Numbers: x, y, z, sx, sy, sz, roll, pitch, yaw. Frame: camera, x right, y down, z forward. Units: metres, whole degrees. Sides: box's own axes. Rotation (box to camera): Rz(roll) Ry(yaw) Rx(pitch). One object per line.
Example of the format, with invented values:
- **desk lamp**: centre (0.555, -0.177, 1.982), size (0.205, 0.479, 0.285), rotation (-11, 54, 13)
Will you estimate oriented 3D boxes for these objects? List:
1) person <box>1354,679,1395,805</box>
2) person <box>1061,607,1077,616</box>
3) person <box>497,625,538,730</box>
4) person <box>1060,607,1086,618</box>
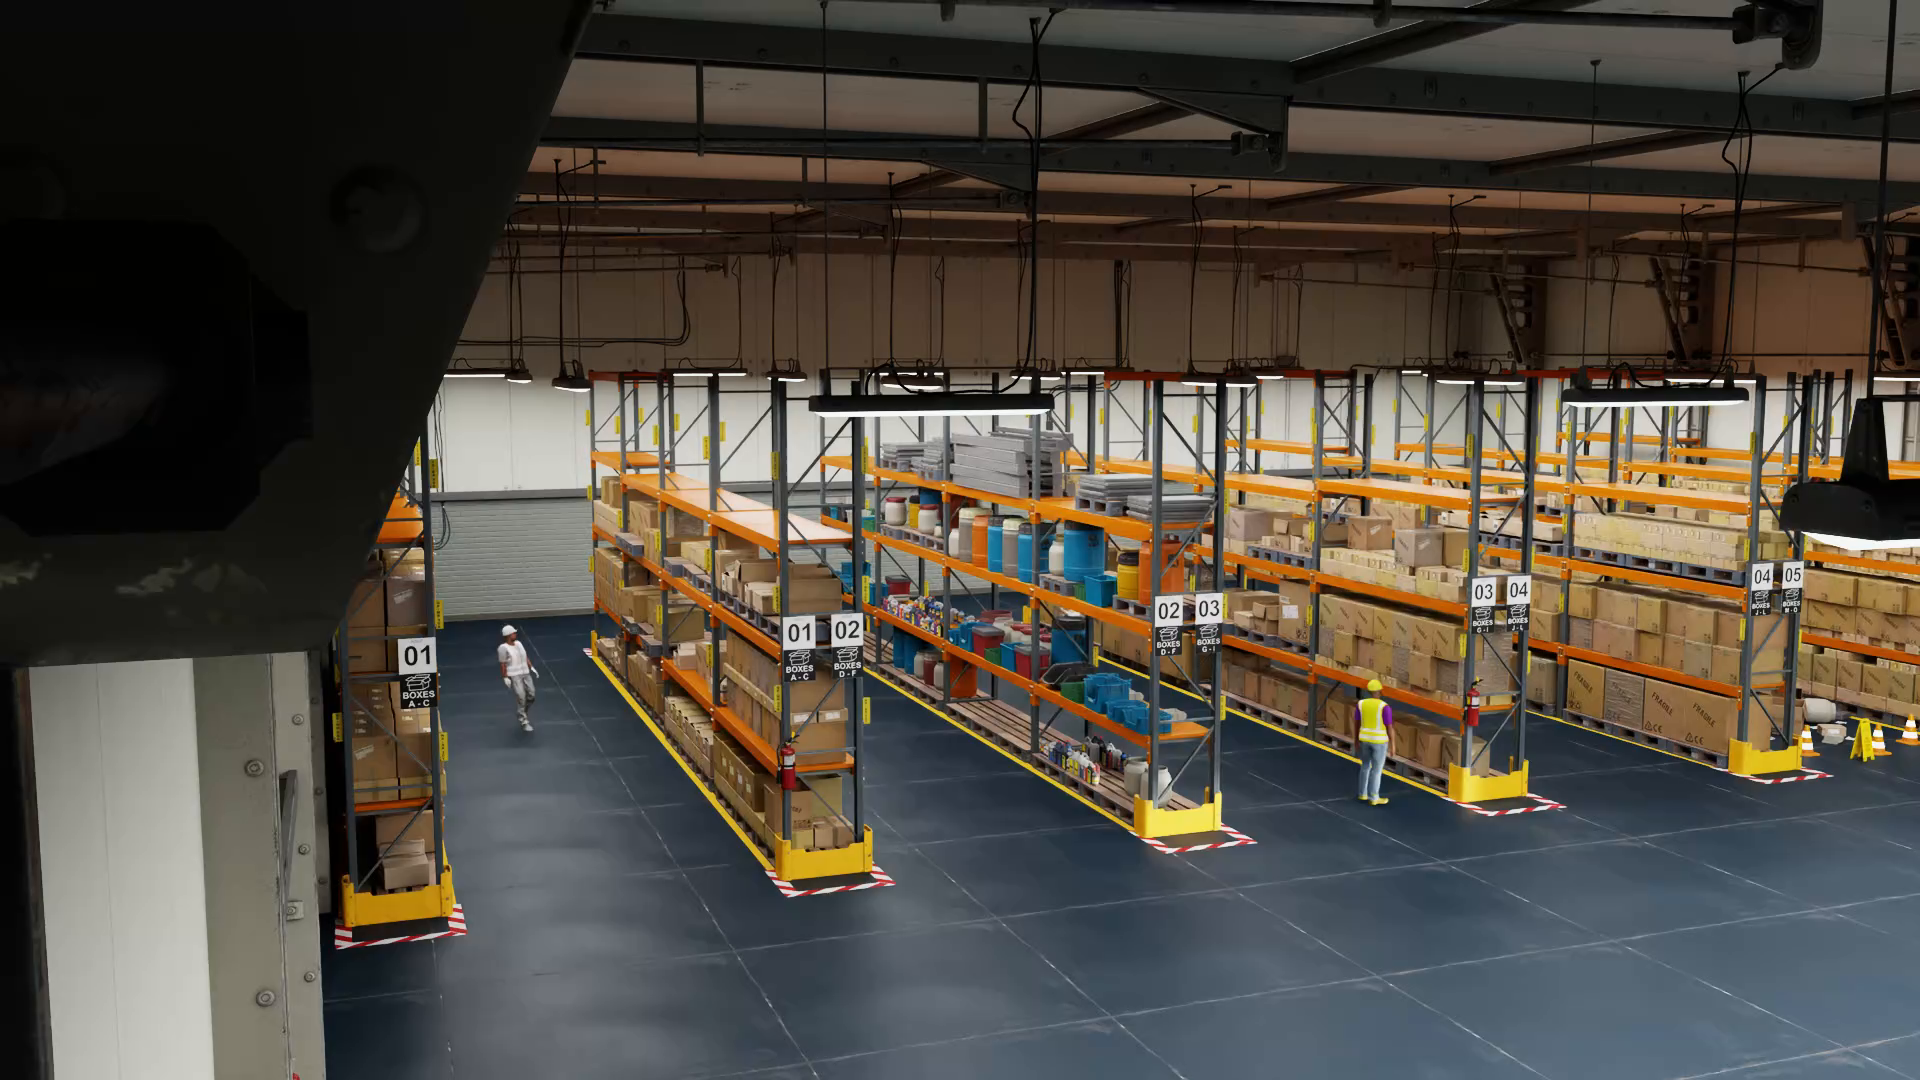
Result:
- **person**: centre (5.885, 2.858, 23.466), size (0.444, 1.801, 0.626), rotation (-6, 9, -42)
- **person**: centre (2.046, 1.942, 31.996), size (0.380, 1.665, 0.547), rotation (-1, 7, -12)
- **person**: centre (-7.460, 2.340, 28.299), size (0.730, 1.768, 0.634), rotation (4, 8, 35)
- **person**: centre (2.337, 1.792, 33.150), size (0.585, 1.619, 1.028), rotation (-2, 7, -16)
